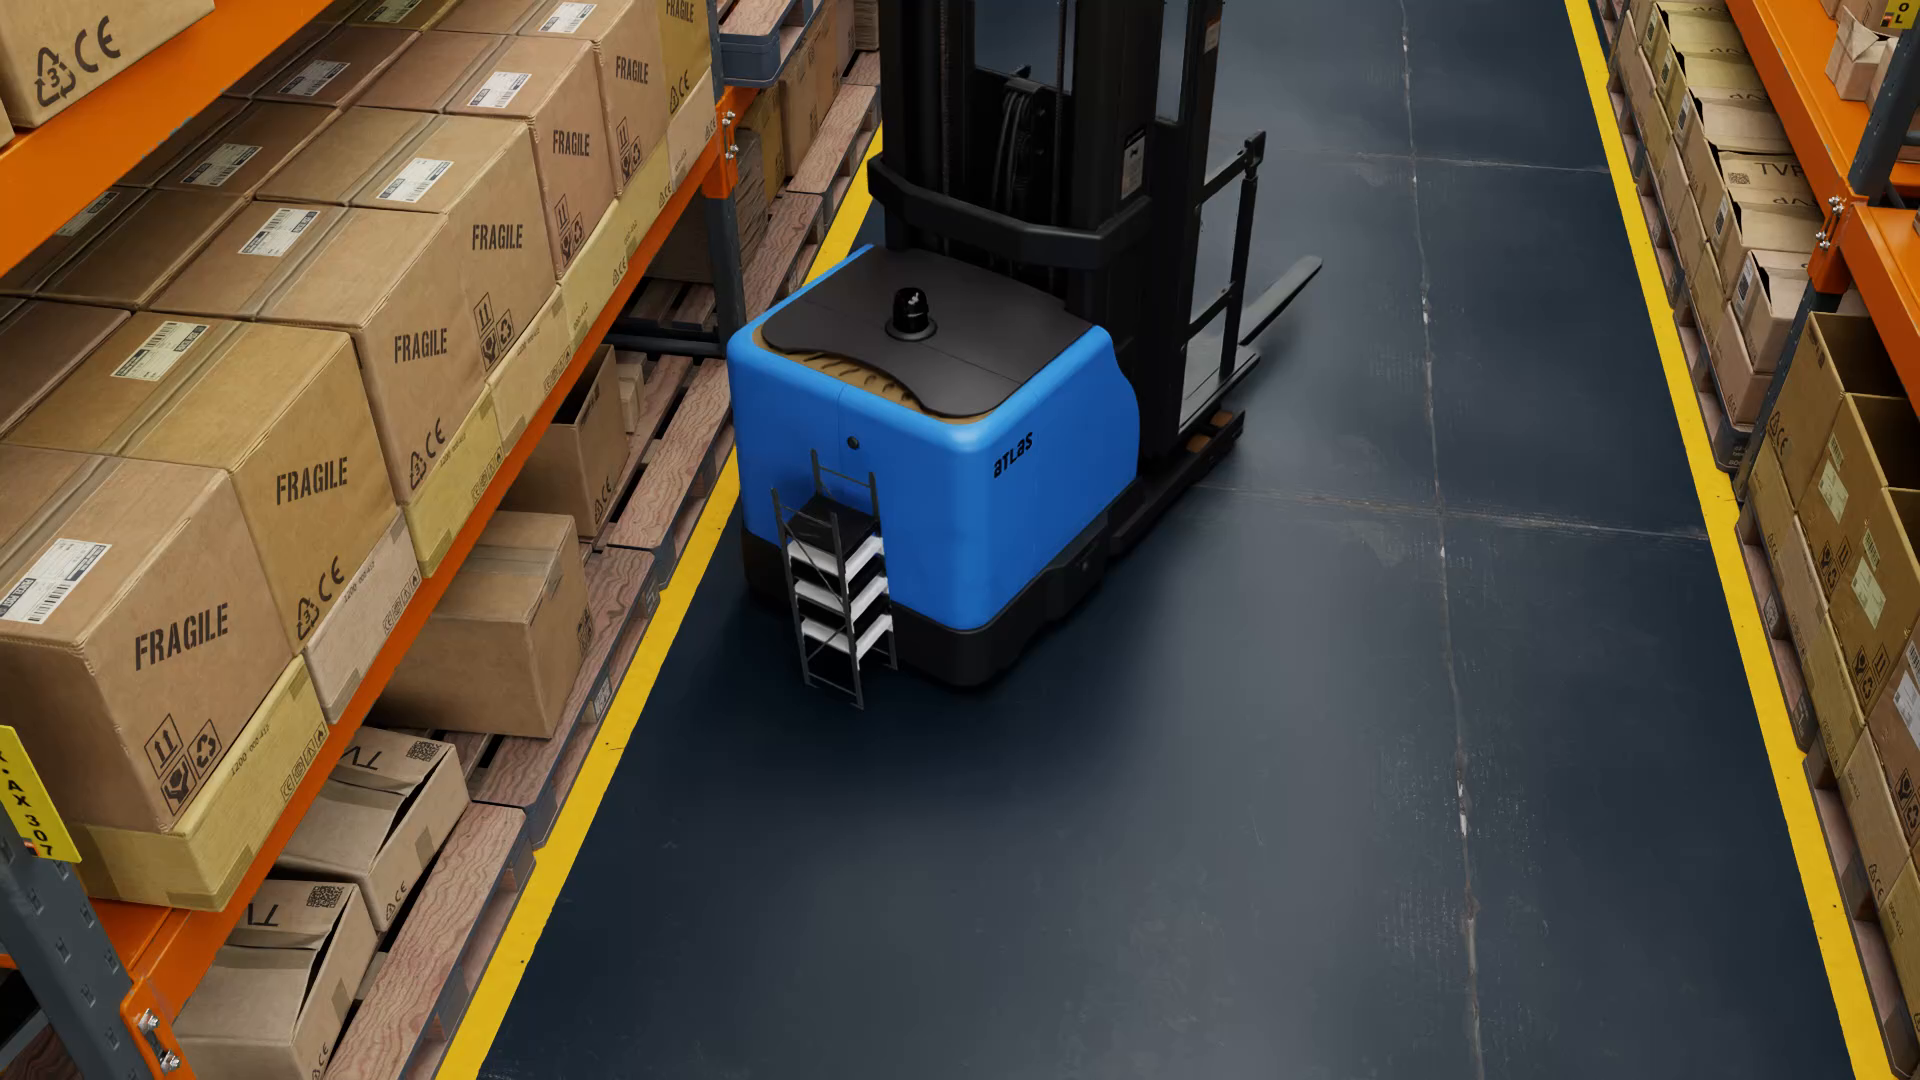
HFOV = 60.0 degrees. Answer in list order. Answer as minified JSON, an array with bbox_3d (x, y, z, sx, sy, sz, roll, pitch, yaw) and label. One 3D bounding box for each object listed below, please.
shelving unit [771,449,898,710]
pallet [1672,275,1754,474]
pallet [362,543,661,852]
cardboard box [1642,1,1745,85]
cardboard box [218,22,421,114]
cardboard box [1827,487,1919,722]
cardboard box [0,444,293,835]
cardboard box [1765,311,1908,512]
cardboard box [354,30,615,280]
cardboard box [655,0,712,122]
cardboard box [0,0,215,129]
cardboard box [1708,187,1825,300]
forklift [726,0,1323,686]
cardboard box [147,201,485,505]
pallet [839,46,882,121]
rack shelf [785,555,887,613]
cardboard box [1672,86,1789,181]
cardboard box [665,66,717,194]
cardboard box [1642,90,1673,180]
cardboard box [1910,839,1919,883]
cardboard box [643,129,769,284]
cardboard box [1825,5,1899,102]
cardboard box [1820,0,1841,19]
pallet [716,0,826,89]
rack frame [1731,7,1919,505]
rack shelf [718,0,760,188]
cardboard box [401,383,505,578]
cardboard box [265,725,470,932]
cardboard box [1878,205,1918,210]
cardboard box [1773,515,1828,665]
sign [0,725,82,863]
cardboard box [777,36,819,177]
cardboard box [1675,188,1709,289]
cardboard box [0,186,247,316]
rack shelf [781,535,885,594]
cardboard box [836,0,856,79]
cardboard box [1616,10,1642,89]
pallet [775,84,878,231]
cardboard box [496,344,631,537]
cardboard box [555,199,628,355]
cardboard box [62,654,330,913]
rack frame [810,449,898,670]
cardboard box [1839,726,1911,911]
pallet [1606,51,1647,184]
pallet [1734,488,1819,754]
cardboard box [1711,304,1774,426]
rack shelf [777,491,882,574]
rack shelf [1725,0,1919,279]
[{"bbox_3d":[-0.393,0.143,5.358,0.258,0.900,0.210,22,50,24],"label":"shelving unit"},{"bbox_3d":[3.592,-0.670,6.895,1.003,0.211,1.213,6,40,8],"label":"pallet"},{"bbox_3d":[-1.667,0.446,5.545,1.003,0.211,1.213,6,40,8],"label":"pallet"},{"bbox_3d":[3.733,-2.480,8.284,0.500,0.311,0.500,5,40,7],"label":"cardboard box"},{"bbox_3d":[-1.849,-1.153,4.804,0.500,0.500,0.500,7,40,9],"label":"cardboard box"},{"bbox_3d":[2.941,0.215,4.876,0.500,0.500,0.500,6,40,8],"label":"cardboard box"},{"bbox_3d":[-1.690,0.183,3.188,0.500,0.500,0.500,6,40,8],"label":"cardboard box"},{"bbox_3d":[3.114,-0.413,5.635,0.500,0.500,0.500,6,40,8],"label":"cardboard box"},{"bbox_3d":[-1.332,-1.102,4.742,0.500,0.500,0.500,5,40,6],"label":"cardboard box"},{"bbox_3d":[-1.154,-1.730,5.502,0.500,0.500,0.500,6,40,8],"label":"cardboard box"},{"bbox_3d":[-1.637,-1.030,2.693,0.500,0.500,0.500,9,40,11],"label":"cardboard box"},{"bbox_3d":[3.375,-1.210,6.747,0.500,0.311,0.500,7,40,9],"label":"cardboard box"},{"bbox_3d":[0.481,-1.543,5.816,1.130,2.935,3.031,24,45,26],"label":"forklift"},{"bbox_3d":[-1.499,-0.450,3.954,0.500,0.500,0.500,5,40,6],"label":"cardboard box"},{"bbox_3d":[-0.821,-2.768,9.432,1.003,0.211,1.213,6,40,8],"label":"pallet"},{"bbox_3d":[-0.396,0.102,5.319,0.258,0.077,0.200,22,50,24],"label":"rack shelf"},{"bbox_3d":[3.554,-1.838,7.507,0.500,0.311,0.500,6,40,7],"label":"cardboard box"},{"bbox_3d":[-1.160,-1.441,5.741,0.500,0.250,0.500,6,40,8],"label":"cardboard box"},{"bbox_3d":[3.645,-1.952,8.085,0.500,0.250,0.500,5,40,6],"label":"cardboard box"},{"bbox_3d":[2.769,0.842,4.117,0.500,0.500,0.500,6,40,8],"label":"cardboard box"},{"bbox_3d":[-1.266,-1.492,7.317,0.700,0.500,0.500,8,40,9],"label":"cardboard box"},{"bbox_3d":[3.474,-1.799,6.177,0.396,0.266,0.258,5,40,7],"label":"cardboard box"},{"bbox_3d":[3.830,-2.442,6.771,0.500,0.500,0.500,6,40,8],"label":"cardboard box"},{"bbox_3d":[-1.101,-2.212,6.722,1.003,0.211,1.213,6,40,8],"label":"pallet"},{"bbox_3d":[3.503,-1.278,5.442,1.000,3.000,0.127,6,40,8],"label":"rack frame"},{"bbox_3d":[-1.031,-2.800,7.847,1.077,0.370,4.000,6,40,8],"label":"rack shelf"},{"bbox_3d":[-1.502,-0.180,4.215,0.500,0.250,0.500,6,40,7],"label":"cardboard box"},{"bbox_3d":[-1.762,0.773,4.726,0.500,0.311,0.500,10,41,11],"label":"cardboard box"},{"bbox_3d":[3.912,-1.142,6.666,0.500,0.311,0.500,6,40,7],"label":"cardboard box"},{"bbox_3d":[3.033,0.190,5.494,0.500,0.250,0.500,6,40,8],"label":"cardboard box"},{"bbox_3d":[-1.534,0.414,2.716,0.100,0.325,0.005,6,40,8],"label":"sign"},{"bbox_3d":[-1.098,-2.138,8.098,0.700,0.500,0.500,7,40,8],"label":"cardboard box"},{"bbox_3d":[3.467,-1.311,7.310,0.500,0.250,0.500,7,40,9],"label":"cardboard box"},{"bbox_3d":[-2.015,-0.510,4.026,0.500,0.500,0.500,5,40,6],"label":"cardboard box"},{"bbox_3d":[-0.400,0.038,5.256,0.258,0.077,0.200,22,50,24],"label":"rack shelf"},{"bbox_3d":[-0.961,-2.771,8.864,0.700,0.500,0.500,6,40,8],"label":"cardboard box"},{"bbox_3d":[3.815,-2.595,8.862,0.500,0.250,0.500,6,40,8],"label":"cardboard box"},{"bbox_3d":[-1.035,-2.004,8.508,1.003,0.211,1.213,6,40,8],"label":"pallet"},{"bbox_3d":[-1.517,-0.373,5.963,0.500,0.500,0.500,4,40,4],"label":"cardboard box"},{"bbox_3d":[-1.326,-0.812,4.980,0.500,0.250,0.500,6,40,7],"label":"cardboard box"},{"bbox_3d":[-1.672,0.467,3.433,0.500,0.250,0.500,5,40,6],"label":"cardboard box"},{"bbox_3d":[-0.339,0.081,5.418,0.240,0.900,0.006,22,50,24],"label":"rack frame"},{"bbox_3d":[2.860,0.818,4.735,0.500,0.250,0.500,6,40,8],"label":"cardboard box"},{"bbox_3d":[4.014,-2.202,8.747,1.003,0.211,1.213,6,40,8],"label":"pallet"},{"bbox_3d":[3.324,0.291,5.733,1.003,0.211,1.213,6,40,8],"label":"pallet"},{"bbox_3d":[3.289,-0.673,6.538,0.500,0.250,0.500,6,40,7],"label":"cardboard box"},{"bbox_3d":[-0.405,-0.027,5.193,0.258,0.077,0.200,22,50,24],"label":"rack shelf"},{"bbox_3d":[3.849,-2.256,7.189,1.077,0.370,4.000,6,40,8],"label":"rack shelf"}]
